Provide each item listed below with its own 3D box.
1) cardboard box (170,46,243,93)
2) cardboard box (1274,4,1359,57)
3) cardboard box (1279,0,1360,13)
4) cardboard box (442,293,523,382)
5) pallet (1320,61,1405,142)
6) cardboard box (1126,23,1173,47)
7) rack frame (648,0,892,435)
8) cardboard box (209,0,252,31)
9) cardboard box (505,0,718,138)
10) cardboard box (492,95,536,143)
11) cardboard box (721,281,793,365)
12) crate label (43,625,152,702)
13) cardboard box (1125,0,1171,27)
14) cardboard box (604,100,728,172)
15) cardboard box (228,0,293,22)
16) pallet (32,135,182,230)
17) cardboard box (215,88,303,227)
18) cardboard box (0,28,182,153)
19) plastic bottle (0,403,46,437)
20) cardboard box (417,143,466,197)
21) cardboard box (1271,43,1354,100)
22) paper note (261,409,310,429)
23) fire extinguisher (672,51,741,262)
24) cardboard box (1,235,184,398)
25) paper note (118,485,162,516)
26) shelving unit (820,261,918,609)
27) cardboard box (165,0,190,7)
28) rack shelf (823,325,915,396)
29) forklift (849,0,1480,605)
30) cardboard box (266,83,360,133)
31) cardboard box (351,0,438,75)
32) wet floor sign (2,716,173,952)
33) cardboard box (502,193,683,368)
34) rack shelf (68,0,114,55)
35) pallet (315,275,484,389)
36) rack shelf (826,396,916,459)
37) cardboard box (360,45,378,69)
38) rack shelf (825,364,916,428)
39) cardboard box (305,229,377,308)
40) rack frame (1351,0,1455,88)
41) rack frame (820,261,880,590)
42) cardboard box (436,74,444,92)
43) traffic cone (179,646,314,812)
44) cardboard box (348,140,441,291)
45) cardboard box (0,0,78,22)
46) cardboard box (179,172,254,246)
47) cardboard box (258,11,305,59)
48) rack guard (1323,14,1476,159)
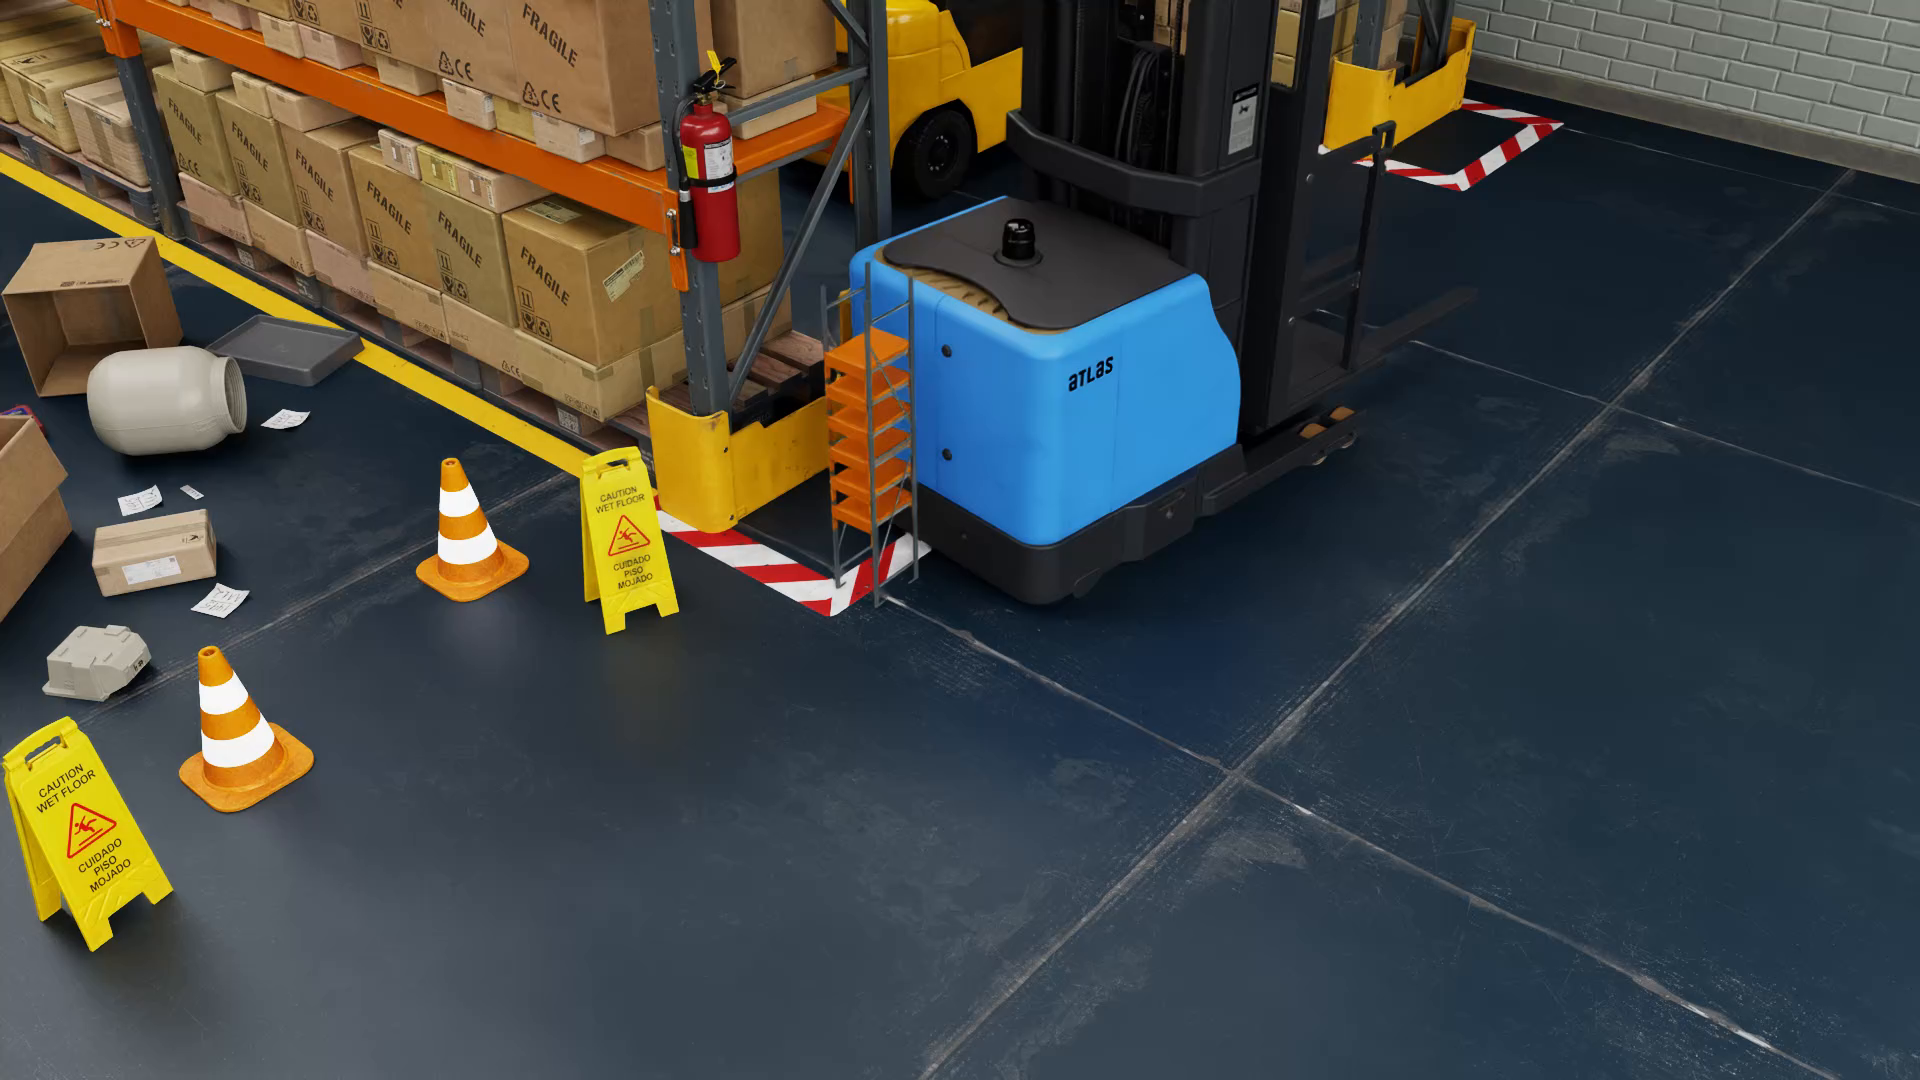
[{"bbox_3d":[-3.364,-2.197,7.622,0.250,0.149,0.380,26,42,32],"label":"cardboard box"},{"bbox_3d":[1.971,-2.982,9.559,0.500,0.250,0.500,25,41,31],"label":"cardboard box"},{"bbox_3d":[1.991,-3.179,9.404,0.500,0.250,0.500,27,43,33],"label":"cardboard box"},{"bbox_3d":[-1.815,-0.941,7.029,0.500,0.250,0.500,25,42,32],"label":"cardboard box"},{"bbox_3d":[1.930,-2.805,10.148,1.213,0.211,1.003,25,42,32],"label":"pallet"},{"bbox_3d":[1.227,-3.138,10.227,0.500,0.250,0.500,26,42,32],"label":"cardboard box"},{"bbox_3d":[-0.628,-1.535,5.835,0.127,3.000,1.000,25,42,32],"label":"rack frame"},{"bbox_3d":[-3.047,-2.370,7.273,0.250,0.149,0.380,27,43,33],"label":"cardboard box"},{"bbox_3d":[-1.222,-1.775,5.835,0.500,0.500,0.500,24,41,31],"label":"cardboard box"},{"bbox_3d":[-1.501,-1.619,6.180,0.250,0.149,0.380,24,41,31],"label":"cardboard box"},{"bbox_3d":[-1.071,-0.987,7.096,0.500,0.250,0.500,25,42,31],"label":"cardboard box"},{"bbox_3d":[-2.877,0.399,5.548,0.298,0.136,0.250,6,35,8],"label":"crate label"},{"bbox_3d":[1.182,-3.346,10.089,0.500,0.250,0.500,24,41,31],"label":"cardboard box"},{"bbox_3d":[-1.052,-1.474,5.968,0.250,0.149,0.380,27,43,33],"label":"cardboard box"},{"bbox_3d":[-2.764,-2.508,6.901,0.500,0.500,0.500,25,42,31],"label":"cardboard box"},{"bbox_3d":[-4.302,-2.116,9.144,1.213,0.211,1.003,25,42,32],"label":"pallet"},{"bbox_3d":[-3.003,-1.813,7.635,0.500,0.500,0.500,27,43,34],"label":"cardboard box"},{"bbox_3d":[-4.662,-2.521,9.222,0.625,0.372,0.950,28,43,34],"label":"cardboard box"},{"bbox_3d":[-3.910,-0.489,6.908,0.133,0.061,0.283,-26,42,-32],"label":"plastic bottle"},{"bbox_3d":[-1.927,-1.524,6.642,0.250,0.149,0.380,26,42,33],"label":"cardboard box"},{"bbox_3d":[1.982,-2.768,9.689,0.500,0.250,0.500,26,42,32],"label":"cardboard box"},{"bbox_3d":[-2.822,-0.509,6.965,0.148,0.019,0.142,12,36,16],"label":"paper note"},{"bbox_3d":[-0.835,-1.261,5.505,0.183,0.674,0.296,25,42,32],"label":"fire extinguisher"},{"bbox_3d":[-3.749,-0.974,7.225,0.500,0.500,0.500,-6,35,-8],"label":"cardboard box"},{"bbox_3d":[-3.185,-0.156,6.460,0.148,0.019,0.142,-18,38,-25],"label":"paper note"},{"bbox_3d":[-0.299,-0.336,5.680,0.189,1.200,0.258,24,41,30],"label":"shelving unit"},{"bbox_3d":[-3.438,-2.558,7.546,0.250,0.149,0.380,27,43,33],"label":"cardboard box"},{"bbox_3d":[-0.299,-0.596,5.501,0.180,0.103,0.258,24,41,30],"label":"rack shelf"},{"bbox_3d":[1.015,-1.701,6.138,3.031,2.935,1.130,-28,43,-34],"label":"forklift"},{"bbox_3d":[-2.759,-1.916,7.212,0.250,0.149,0.380,28,43,34],"label":"cardboard box"},{"bbox_3d":[-1.986,-2.142,6.368,0.500,0.500,0.500,25,42,32],"label":"cardboard box"},{"bbox_3d":[-2.429,0.775,4.552,0.232,0.644,0.267,18,38,24],"label":"wet floor sign"},{"bbox_3d":[-1.411,-1.060,6.540,0.500,0.500,0.500,26,42,32],"label":"cardboard box"},{"bbox_3d":[-5.239,-3.412,9.204,4.000,0.370,1.077,25,42,32],"label":"rack shelf"},{"bbox_3d":[-2.222,-1.165,7.759,1.213,0.211,1.003,25,42,32],"label":"pallet"},{"bbox_3d":[-0.299,-0.399,5.637,0.180,0.103,0.258,24,41,30],"label":"rack shelf"},{"bbox_3d":[-2.215,-2.036,6.787,0.250,0.149,0.380,25,42,32],"label":"cardboard box"},{"bbox_3d":[-0.299,-0.498,5.569,0.180,0.103,0.258,24,41,30],"label":"rack shelf"},{"bbox_3d":[-2.595,-1.313,7.570,0.500,0.250,0.500,25,41,31],"label":"cardboard box"},{"bbox_3d":[2.545,-3.696,8.982,0.127,3.000,1.000,25,42,32],"label":"rack frame"},{"bbox_3d":[-0.371,-0.368,5.726,0.006,1.200,0.240,24,41,30],"label":"rack frame"},{"bbox_3d":[-1.826,-1.853,6.521,0.250,0.149,0.380,26,42,32],"label":"cardboard box"},{"bbox_3d":[-2.233,0.522,5.081,0.334,0.463,0.336,25,42,32],"label":"traffic cone"},{"bbox_3d":[-2.197,-1.434,7.084,0.500,0.500,0.500,24,41,31],"label":"cardboard box"},{"bbox_3d":[-5.776,-3.050,9.991,0.625,0.372,0.950,24,41,31],"label":"cardboard box"},{"bbox_3d":[-3.422,-1.692,8.122,0.500,0.250,0.500,23,41,30],"label":"cardboard box"},{"bbox_3d":[-2.688,-2.159,6.966,0.250,0.149,0.380,25,42,32],"label":"cardboard box"},{"bbox_3d":[2.563,-2.657,9.677,0.348,0.500,1.175,25,42,32],"label":"rack guard"}]
